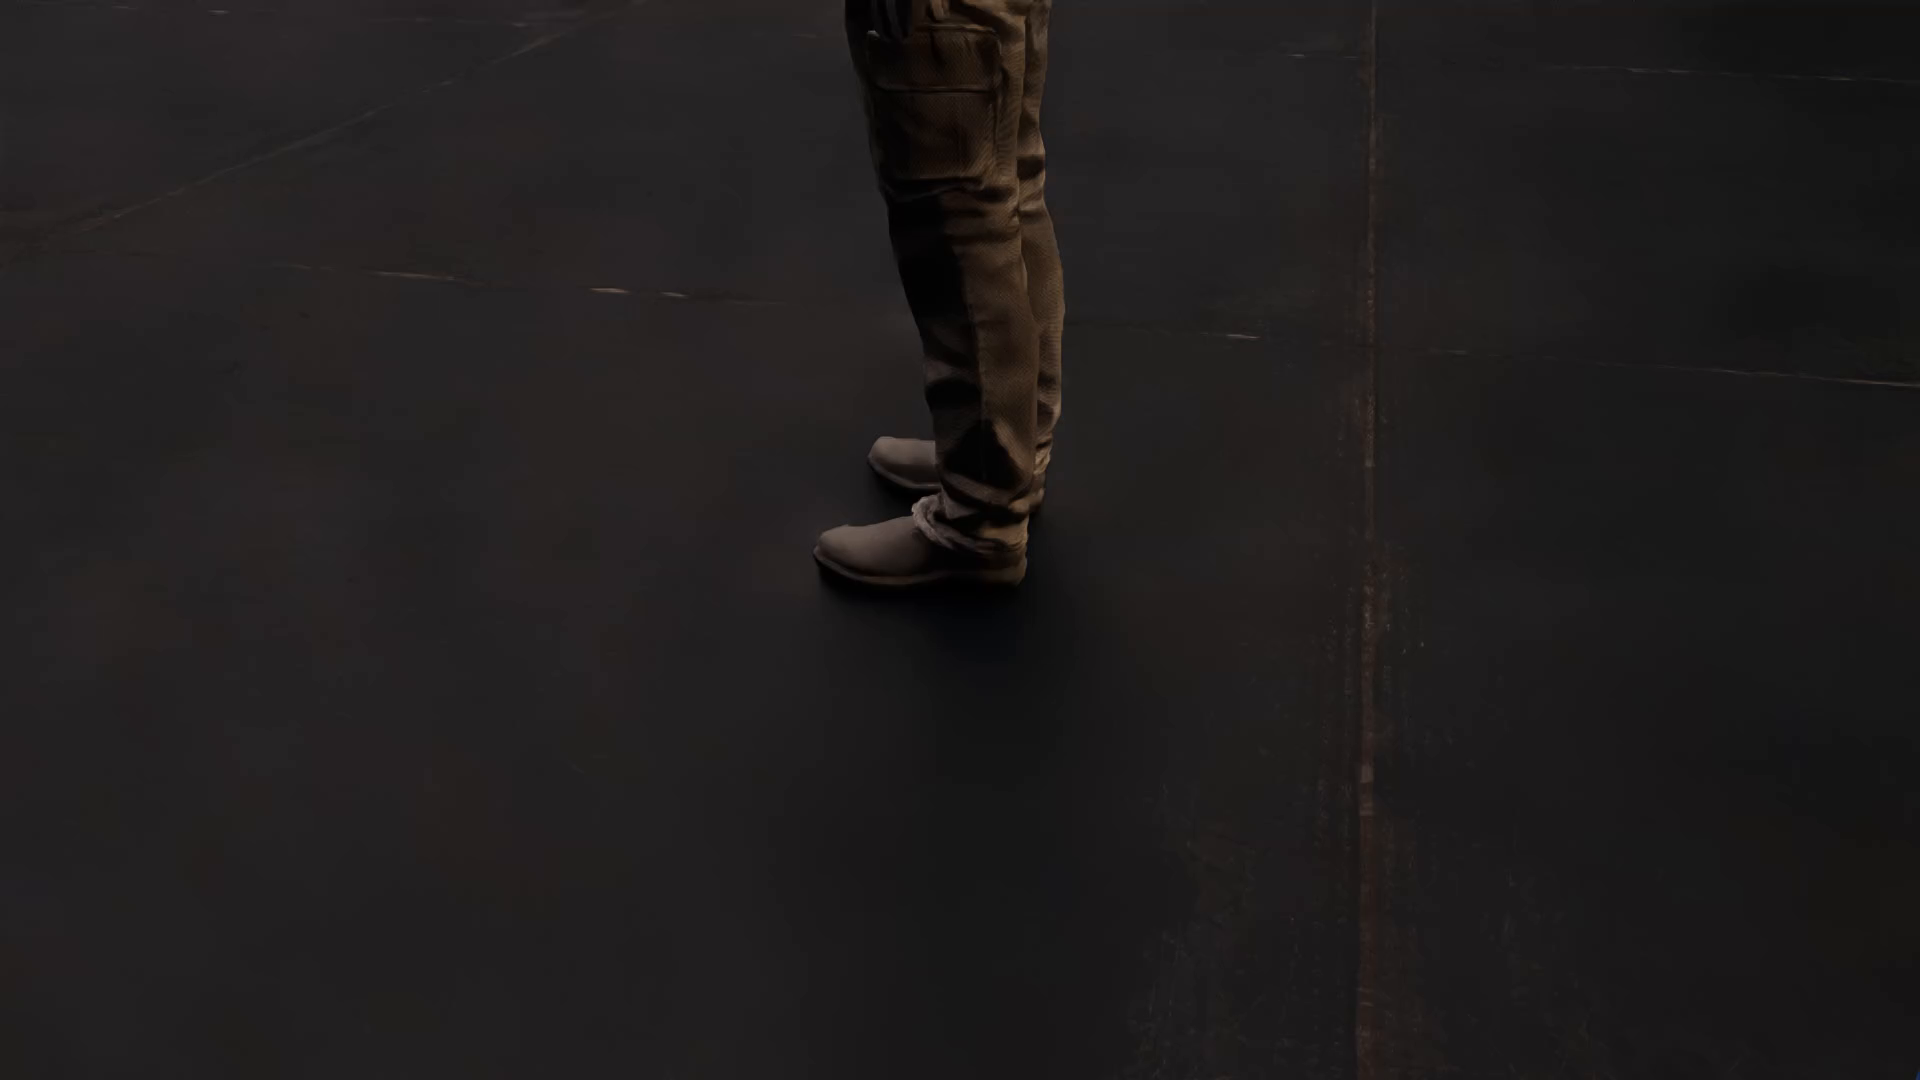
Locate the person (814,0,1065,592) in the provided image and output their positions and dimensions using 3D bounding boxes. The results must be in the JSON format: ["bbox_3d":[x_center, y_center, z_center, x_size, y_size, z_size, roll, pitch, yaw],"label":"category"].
[{"bbox_3d":[-0.013,-0.799,2.099,0.365,1.790,0.546,6,27,11],"label":"person"}]
